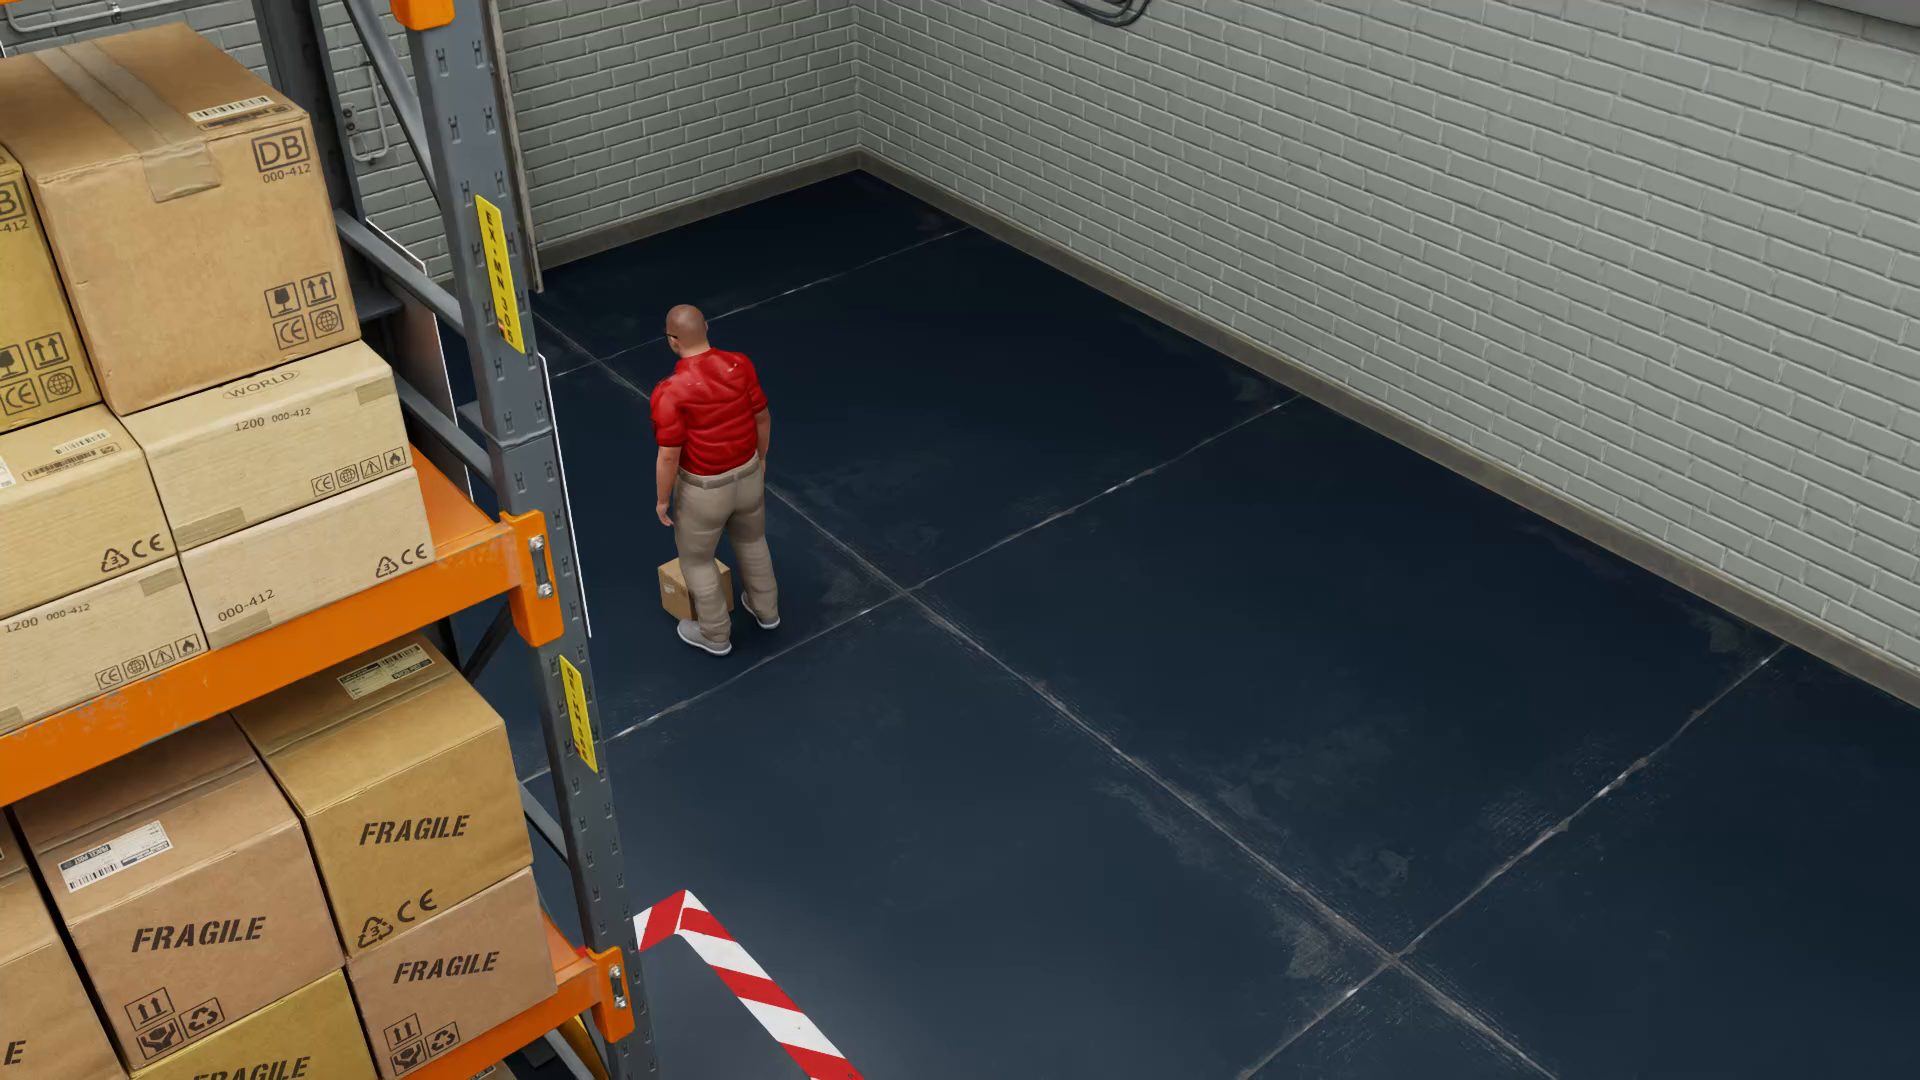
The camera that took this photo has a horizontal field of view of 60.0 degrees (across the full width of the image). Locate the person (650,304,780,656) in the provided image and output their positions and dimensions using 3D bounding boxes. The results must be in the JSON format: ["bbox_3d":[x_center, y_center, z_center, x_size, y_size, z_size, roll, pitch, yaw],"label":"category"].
[{"bbox_3d":[-1.101,-0.259,7.451,0.587,1.726,0.389,-27,43,-32],"label":"person"}]
